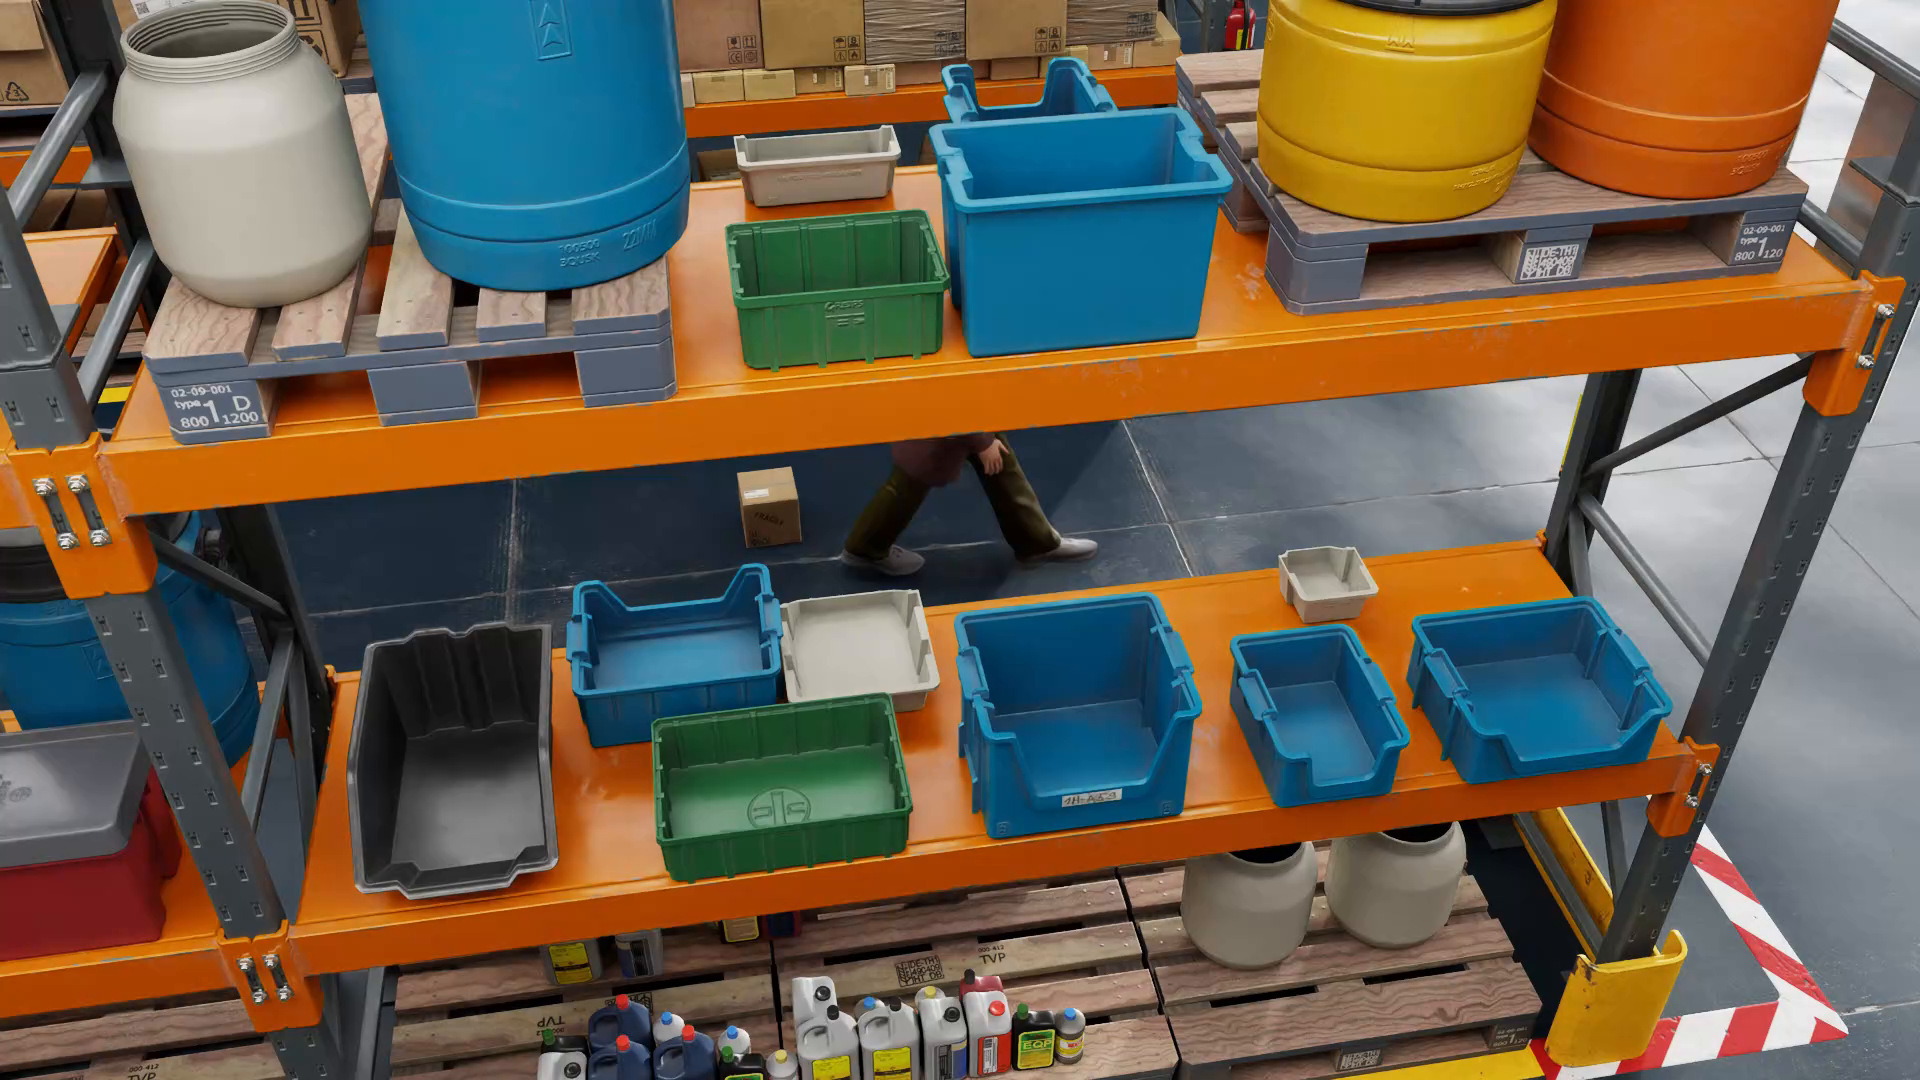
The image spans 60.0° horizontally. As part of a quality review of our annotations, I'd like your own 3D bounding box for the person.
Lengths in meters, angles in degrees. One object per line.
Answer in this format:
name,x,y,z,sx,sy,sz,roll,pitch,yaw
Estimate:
person,0.032,-0.533,6.833,1.129,1.708,0.603,5,38,6
